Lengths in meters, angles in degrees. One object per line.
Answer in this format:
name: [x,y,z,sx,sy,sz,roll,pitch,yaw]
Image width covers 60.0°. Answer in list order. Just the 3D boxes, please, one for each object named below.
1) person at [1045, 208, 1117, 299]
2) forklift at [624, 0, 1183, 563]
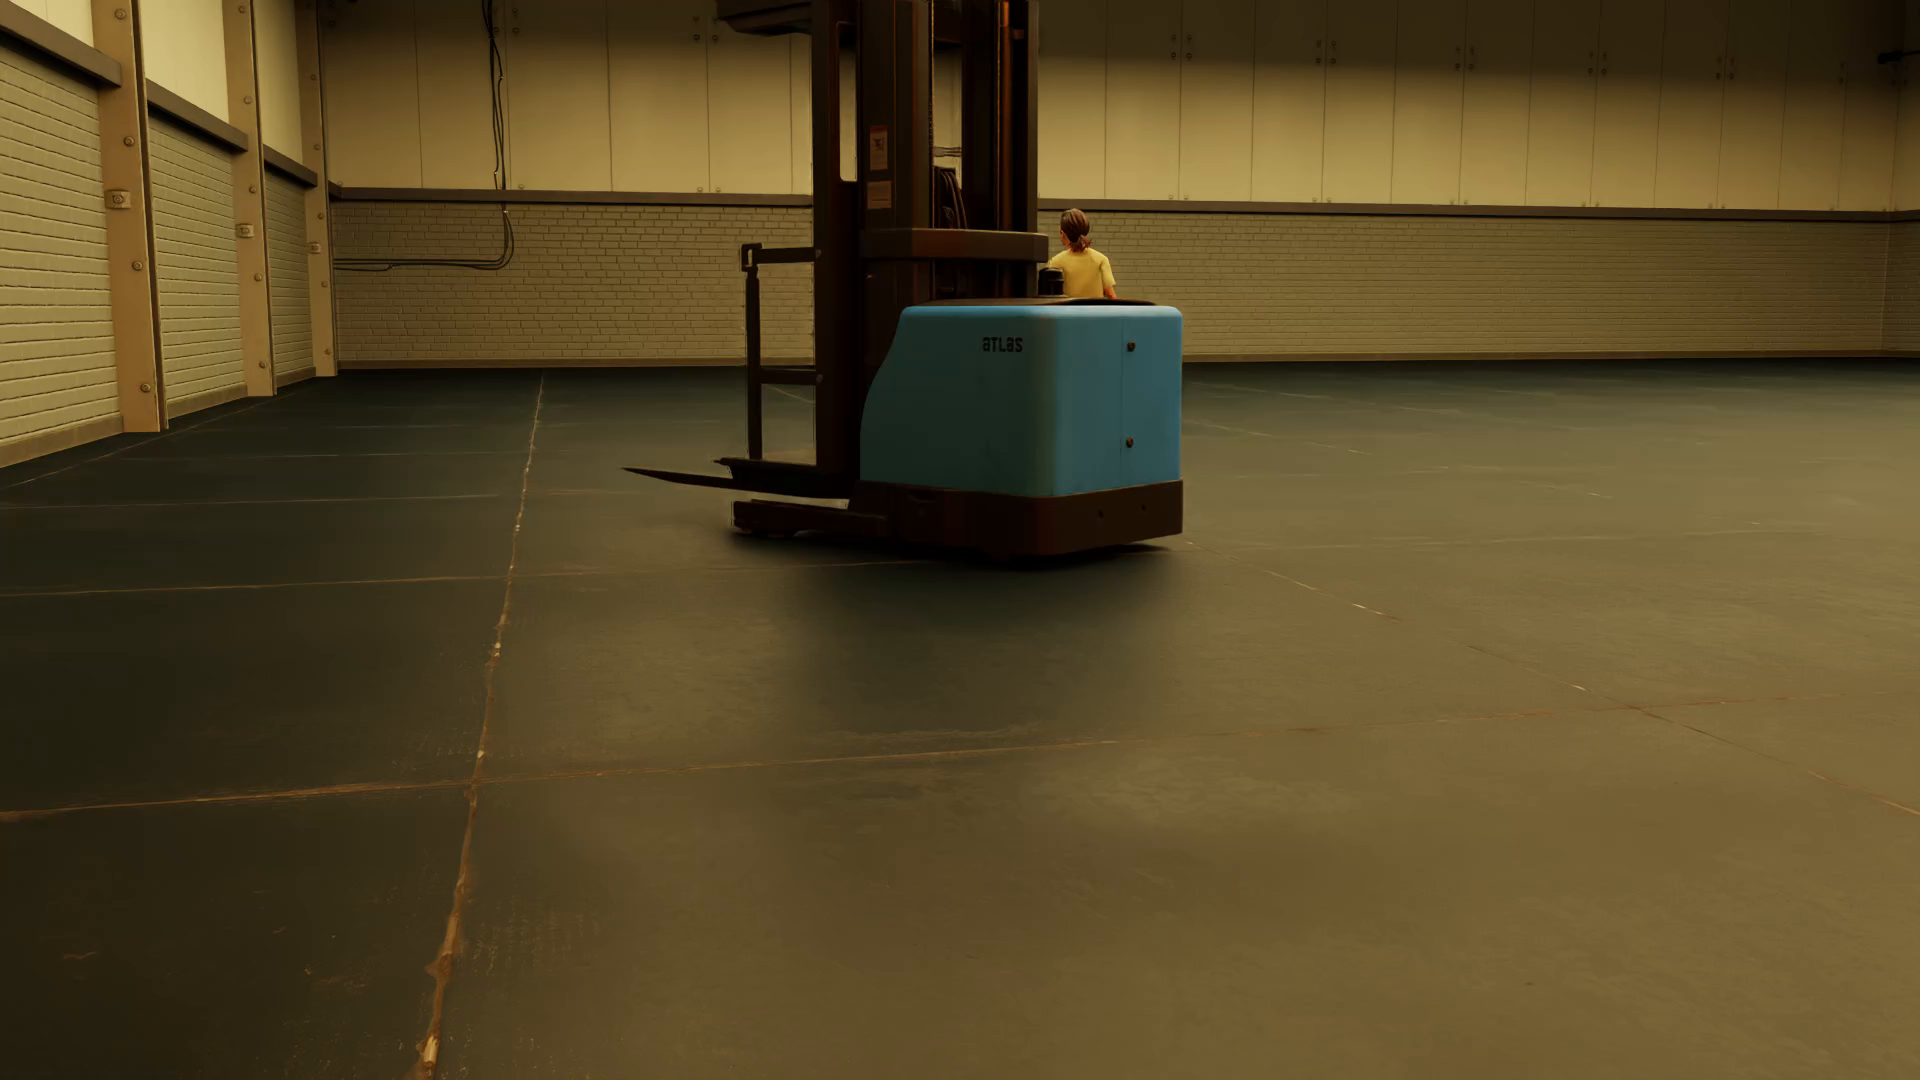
person: [0.730,-1.266,10.649,0.552,1.675,0.549,-2,8,-12]
forklift: [-0.437,-1.504,7.880,3.031,2.935,1.130,7,11,42]
